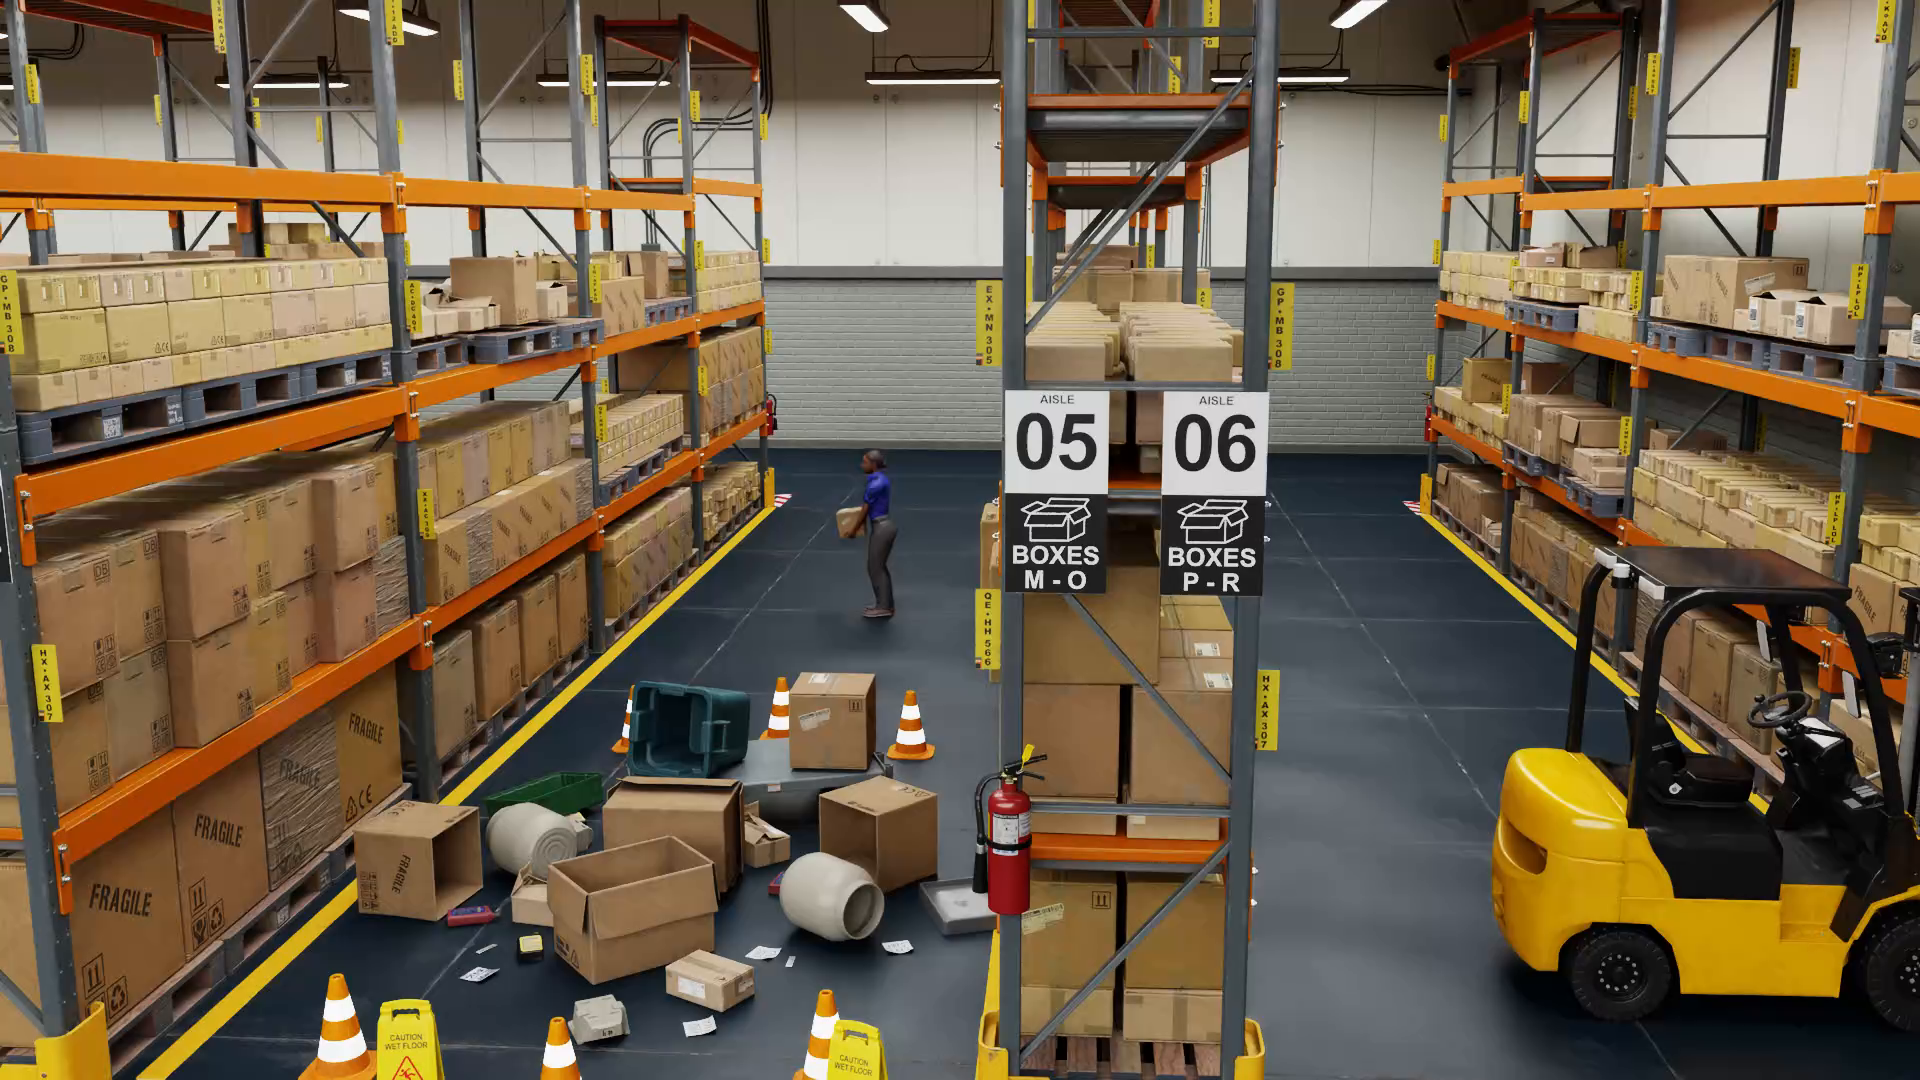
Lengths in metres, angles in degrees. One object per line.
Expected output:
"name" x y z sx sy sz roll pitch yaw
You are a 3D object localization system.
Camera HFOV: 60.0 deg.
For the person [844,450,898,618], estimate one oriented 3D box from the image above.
"person" -0.875 -0.071 16.353 0.522 1.652 0.413 1 11 3
